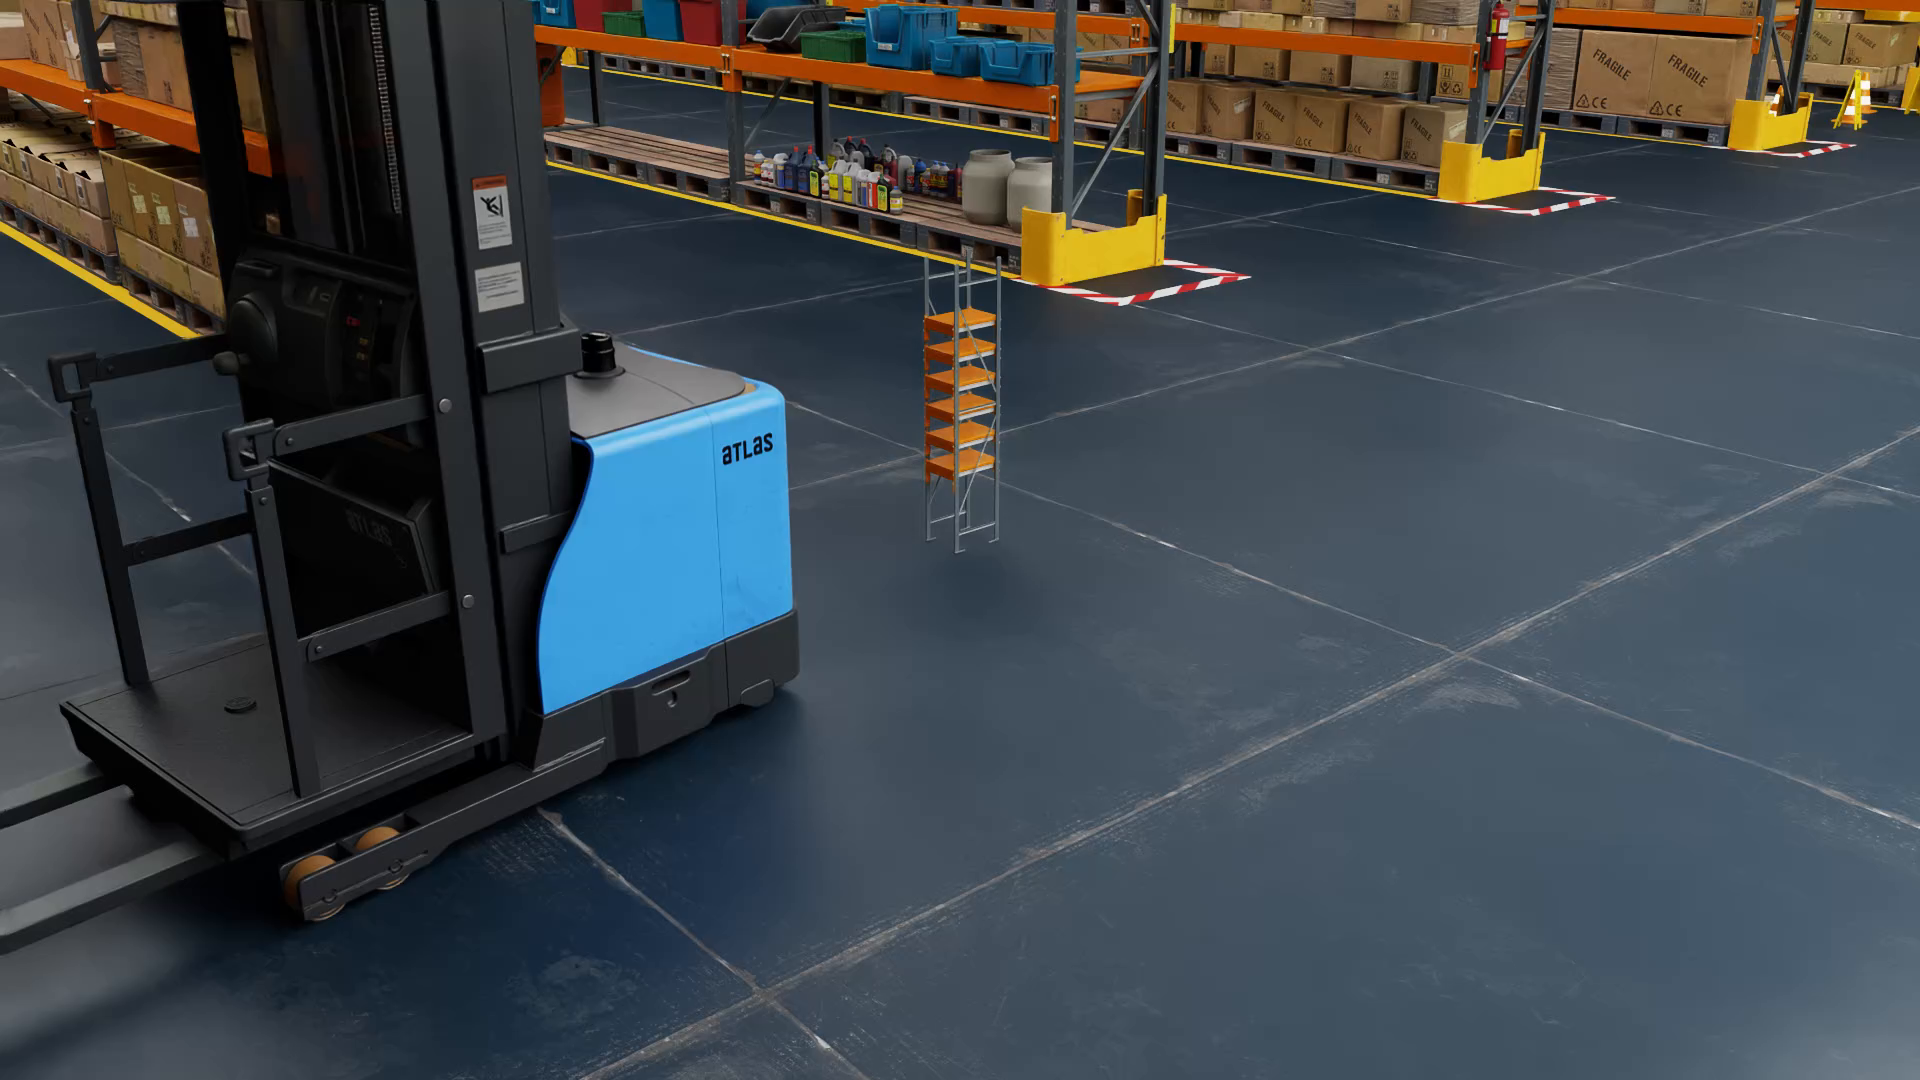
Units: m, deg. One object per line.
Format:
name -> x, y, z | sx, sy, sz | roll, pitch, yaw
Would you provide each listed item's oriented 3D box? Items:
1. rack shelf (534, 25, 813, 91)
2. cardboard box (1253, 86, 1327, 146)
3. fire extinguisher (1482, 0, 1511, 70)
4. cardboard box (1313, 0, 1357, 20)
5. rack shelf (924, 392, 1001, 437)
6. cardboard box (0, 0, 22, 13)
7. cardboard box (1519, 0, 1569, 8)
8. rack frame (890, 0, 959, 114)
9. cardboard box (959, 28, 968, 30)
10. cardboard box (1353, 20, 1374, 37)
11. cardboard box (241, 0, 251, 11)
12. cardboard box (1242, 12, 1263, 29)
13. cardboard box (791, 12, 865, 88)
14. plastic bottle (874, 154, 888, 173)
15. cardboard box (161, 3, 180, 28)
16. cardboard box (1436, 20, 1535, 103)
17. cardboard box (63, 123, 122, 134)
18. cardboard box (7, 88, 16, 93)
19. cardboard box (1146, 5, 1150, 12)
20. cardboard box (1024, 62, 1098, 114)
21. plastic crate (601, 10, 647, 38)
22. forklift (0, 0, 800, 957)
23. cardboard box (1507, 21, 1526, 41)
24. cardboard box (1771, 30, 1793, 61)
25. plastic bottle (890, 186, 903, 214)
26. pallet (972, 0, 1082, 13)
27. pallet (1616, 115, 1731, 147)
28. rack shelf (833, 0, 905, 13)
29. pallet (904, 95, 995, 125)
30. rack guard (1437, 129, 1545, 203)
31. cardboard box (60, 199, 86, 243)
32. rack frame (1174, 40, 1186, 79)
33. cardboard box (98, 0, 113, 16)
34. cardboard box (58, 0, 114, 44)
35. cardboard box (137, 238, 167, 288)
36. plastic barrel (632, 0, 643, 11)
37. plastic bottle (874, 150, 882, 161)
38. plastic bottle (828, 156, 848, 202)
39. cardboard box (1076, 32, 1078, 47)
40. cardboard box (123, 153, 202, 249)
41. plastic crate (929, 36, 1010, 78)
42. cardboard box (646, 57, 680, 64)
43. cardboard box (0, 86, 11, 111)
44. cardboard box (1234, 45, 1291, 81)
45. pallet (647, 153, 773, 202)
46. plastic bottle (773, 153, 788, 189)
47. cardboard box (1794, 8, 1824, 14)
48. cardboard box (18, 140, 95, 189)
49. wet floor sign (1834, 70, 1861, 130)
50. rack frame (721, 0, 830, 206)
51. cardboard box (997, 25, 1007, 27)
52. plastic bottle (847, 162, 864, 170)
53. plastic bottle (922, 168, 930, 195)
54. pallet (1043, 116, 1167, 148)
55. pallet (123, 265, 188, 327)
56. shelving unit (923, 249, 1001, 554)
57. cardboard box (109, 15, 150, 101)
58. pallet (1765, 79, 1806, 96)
rack shelf -> -2.876, -4.629, 15.677 | 1.077, 0.370, 4.000 | -17, 27, -37
cardboard box -> 3.257, -4.193, 16.429 | 0.500, 0.500, 0.500 | 19, 29, 40
fire extinguisher -> 4.519, -4.308, 13.977 | 0.296, 0.674, 0.183 | -17, 27, -37
cardboard box -> 3.744, -5.087, 15.315 | 0.875, 0.500, 0.500 | -17, 27, -37
rack shelf -> 0.009, -0.513, 6.771 | 0.258, 0.103, 0.180 | -17, 27, -37
cardboard box -> -8.433, -4.728, 14.230 | 0.500, 0.500, 0.700 | 12, 24, 28
cardboard box -> 6.895, -6.391, 18.982 | 0.875, 0.550, 0.550 | -17, 27, -37
rack frame -> -0.429, -6.696, 19.967 | 1.000, 3.000, 0.127 | -17, 27, -37
cardboard box -> 0.151, -8.044, 26.333 | 0.380, 0.149, 0.250 | -19, 28, -40
cardboard box -> 3.802, -4.676, 15.154 | 0.380, 0.149, 0.250 | -17, 27, -37
cardboard box -> -3.391, -3.070, 8.793 | 0.700, 0.500, 0.500 | -18, 28, -39
cardboard box -> 2.929, -5.003, 15.990 | 0.380, 0.149, 0.250 | -17, 27, -37
cardboard box -> -1.440, -6.346, 21.411 | 1.225, 0.875, 0.875 | -17, 27, -37
plastic bottle -> -0.656, -3.069, 13.827 | 0.061, 0.283, 0.133 | -17, 27, -37
cardboard box -> -4.452, -3.107, 9.777 | 0.380, 0.149, 0.250 | -18, 28, -39
cardboard box -> 6.363, -5.760, 19.914 | 0.875, 0.875, 0.875 | -17, 27, -37
cardboard box -> -7.063, -3.287, 13.689 | 0.500, 0.311, 0.500 | -18, 28, -38
cardboard box -> -9.365, -4.140, 16.264 | 0.500, 0.500, 0.500 | -17, 27, -37
cardboard box -> 2.095, -5.343, 16.857 | 0.380, 0.149, 0.250 | -17, 27, -37
cardboard box -> 1.135, -5.097, 18.710 | 0.500, 0.500, 0.700 | 20, 29, 41
plastic crate -> -2.921, -4.727, 15.231 | 0.450, 0.188, 0.662 | -17, 27, -37
forklift -> -1.892, -0.565, 4.407 | 1.130, 2.935, 3.031 | 18, 27, 38
cardboard box -> 4.788, -4.504, 14.716 | 0.380, 0.149, 0.250 | -17, 27, -37
cardboard box -> 10.913, -6.553, 21.768 | 0.500, 0.500, 0.500 | -18, 28, -39
plastic bottle -> -0.490, -2.612, 12.773 | 0.097, 0.201, 0.097 | 0, 21, 0
pallet -> 0.894, -6.070, 18.631 | 1.003, 0.211, 1.213 | -17, 27, -37
pallet -> 8.035, -4.542, 18.292 | 1.003, 0.211, 1.213 | -17, 27, -37
rack shelf -> -1.734, -6.914, 21.509 | 1.077, 0.370, 4.000 | -17, 27, -37
pallet -> 0.080, -5.181, 19.923 | 1.003, 0.211, 1.213 | -17, 27, -37
rack guard -> 4.743, -3.343, 14.833 | 1.175, 0.500, 0.348 | -17, 27, -37
cardboard box -> -6.144, -2.335, 12.026 | 0.500, 0.250, 0.500 | -18, 28, -38
rack frame -> 3.395, -7.849, 22.910 | 1.000, 3.000, 0.127 | -17, 27, -37
cardboard box -> -5.296, -3.462, 10.683 | 0.380, 0.149, 0.250 | -18, 27, -38
cardboard box -> -6.158, -3.642, 12.032 | 0.500, 0.500, 0.500 | -15, 26, -34
cardboard box -> -4.930, -1.809, 10.685 | 0.500, 0.250, 0.500 | -17, 27, -37
plastic barrel -> -3.073, -5.219, 16.043 | 0.421, 0.512, 0.421 | 0, 21, 0
plastic bottle -> -0.668, -3.154, 14.046 | 0.061, 0.283, 0.133 | -15, 26, -34
plastic bottle -> -0.957, -2.892, 13.283 | 0.144, 0.351, 0.185 | -18, 27, -38
cardboard box -> 1.764, -7.431, 24.695 | 0.500, 0.500, 0.500 | -17, 27, -37
cardboard box -> -4.927, -2.159, 10.550 | 0.500, 0.500, 0.500 | -17, 27, -37
plastic crate -> 0.068, -3.485, 11.973 | 0.499, 0.251, 0.408 | -17, 27, -37
cardboard box -> -3.998, -7.457, 24.249 | 0.875, 0.875, 0.875 | -17, 27, -37
cardboard box -> -8.764, -3.946, 14.742 | 0.500, 0.250, 0.500 | -16, 27, -35
cardboard box -> 4.297, -6.566, 22.145 | 1.050, 0.750, 0.750 | -17, 27, -37
pallet -> -2.112, -3.321, 15.174 | 1.003, 0.211, 1.213 | -17, 27, -37
plastic bottle -> -1.462, -3.073, 13.849 | 0.152, 0.276, 0.135 | -16, 27, -36
cardboard box -> 10.957, -6.799, 21.508 | 0.380, 0.149, 0.250 | -16, 27, -35
cardboard box -> -6.800, -2.874, 12.634 | 0.500, 0.311, 0.500 | -18, 28, -38
wet floor sign -> 10.135, -5.006, 18.880 | 0.232, 0.644, 0.267 | 17, 27, 36
rack frame -> -1.570, -4.412, 14.135 | 1.000, 3.000, 0.127 | -17, 27, -37
cardboard box -> 0.716, -8.244, 26.436 | 0.380, 0.149, 0.250 | -16, 27, -35
plastic bottle -> -0.861, -2.899, 13.405 | 0.152, 0.276, 0.135 | -17, 27, -37
plastic bottle -> -0.260, -2.933, 13.594 | 0.097, 0.201, 0.097 | 0, 21, 0
pallet -> 1.673, -4.507, 18.202 | 1.003, 0.211, 1.213 | -17, 27, -37
pallet -> -4.838, -1.706, 11.049 | 1.003, 0.211, 1.213 | -17, 27, -37
shelving unit -> 0.009, -0.555, 6.755 | 0.258, 1.200, 0.189 | -17, 27, -37
cardboard box -> -5.031, -3.159, 10.800 | 0.700, 0.500, 0.500 | -18, 28, -39
pallet -> 10.955, -6.137, 22.364 | 1.003, 0.211, 1.213 | -17, 27, -37
